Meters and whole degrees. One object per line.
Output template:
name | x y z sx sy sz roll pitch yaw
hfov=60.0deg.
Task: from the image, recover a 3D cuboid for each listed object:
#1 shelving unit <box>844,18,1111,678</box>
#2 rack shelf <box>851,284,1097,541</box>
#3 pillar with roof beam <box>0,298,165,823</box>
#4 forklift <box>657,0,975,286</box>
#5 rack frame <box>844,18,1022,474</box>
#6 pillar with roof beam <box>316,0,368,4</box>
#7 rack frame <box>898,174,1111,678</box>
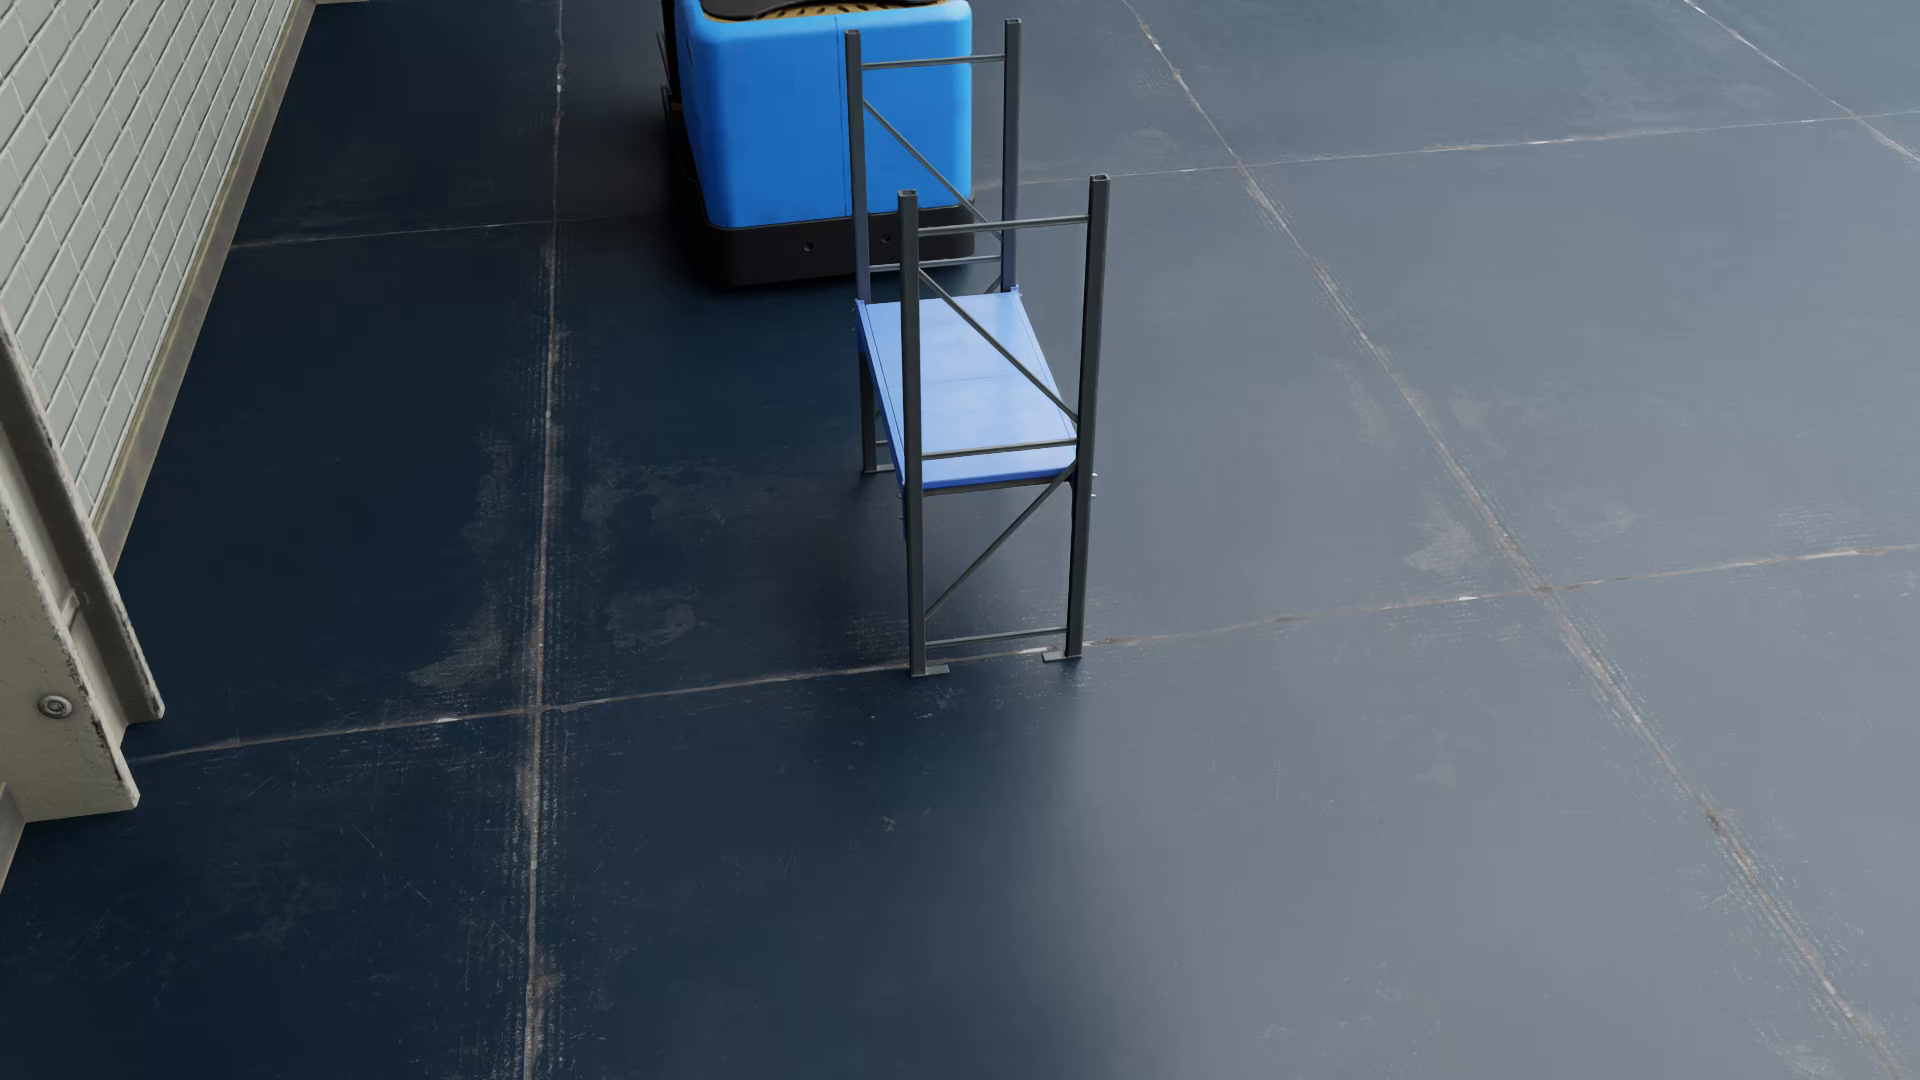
shelving unit | 0.015 -0.541 4.724 0.538 1.500 1.048 -6 38 -8
rack shelf | 0.015 -0.399 4.834 0.538 0.185 1.000 -6 38 -8
pillar with roof beam | 1.897 -3.418 2.314 9.100 9.000 0.400 -6 38 -8
forklift | -0.774 -3.039 6.773 1.130 2.935 3.031 -8 39 -10
rack frame | -0.074 -0.848 5.119 0.500 1.500 0.032 -6 38 -8
pillar with roof beam | 0.845 -7.042 6.979 9.100 9.000 0.400 -6 38 -8
rack frame | 0.104 -0.234 4.328 0.500 1.500 0.032 -6 38 -8
